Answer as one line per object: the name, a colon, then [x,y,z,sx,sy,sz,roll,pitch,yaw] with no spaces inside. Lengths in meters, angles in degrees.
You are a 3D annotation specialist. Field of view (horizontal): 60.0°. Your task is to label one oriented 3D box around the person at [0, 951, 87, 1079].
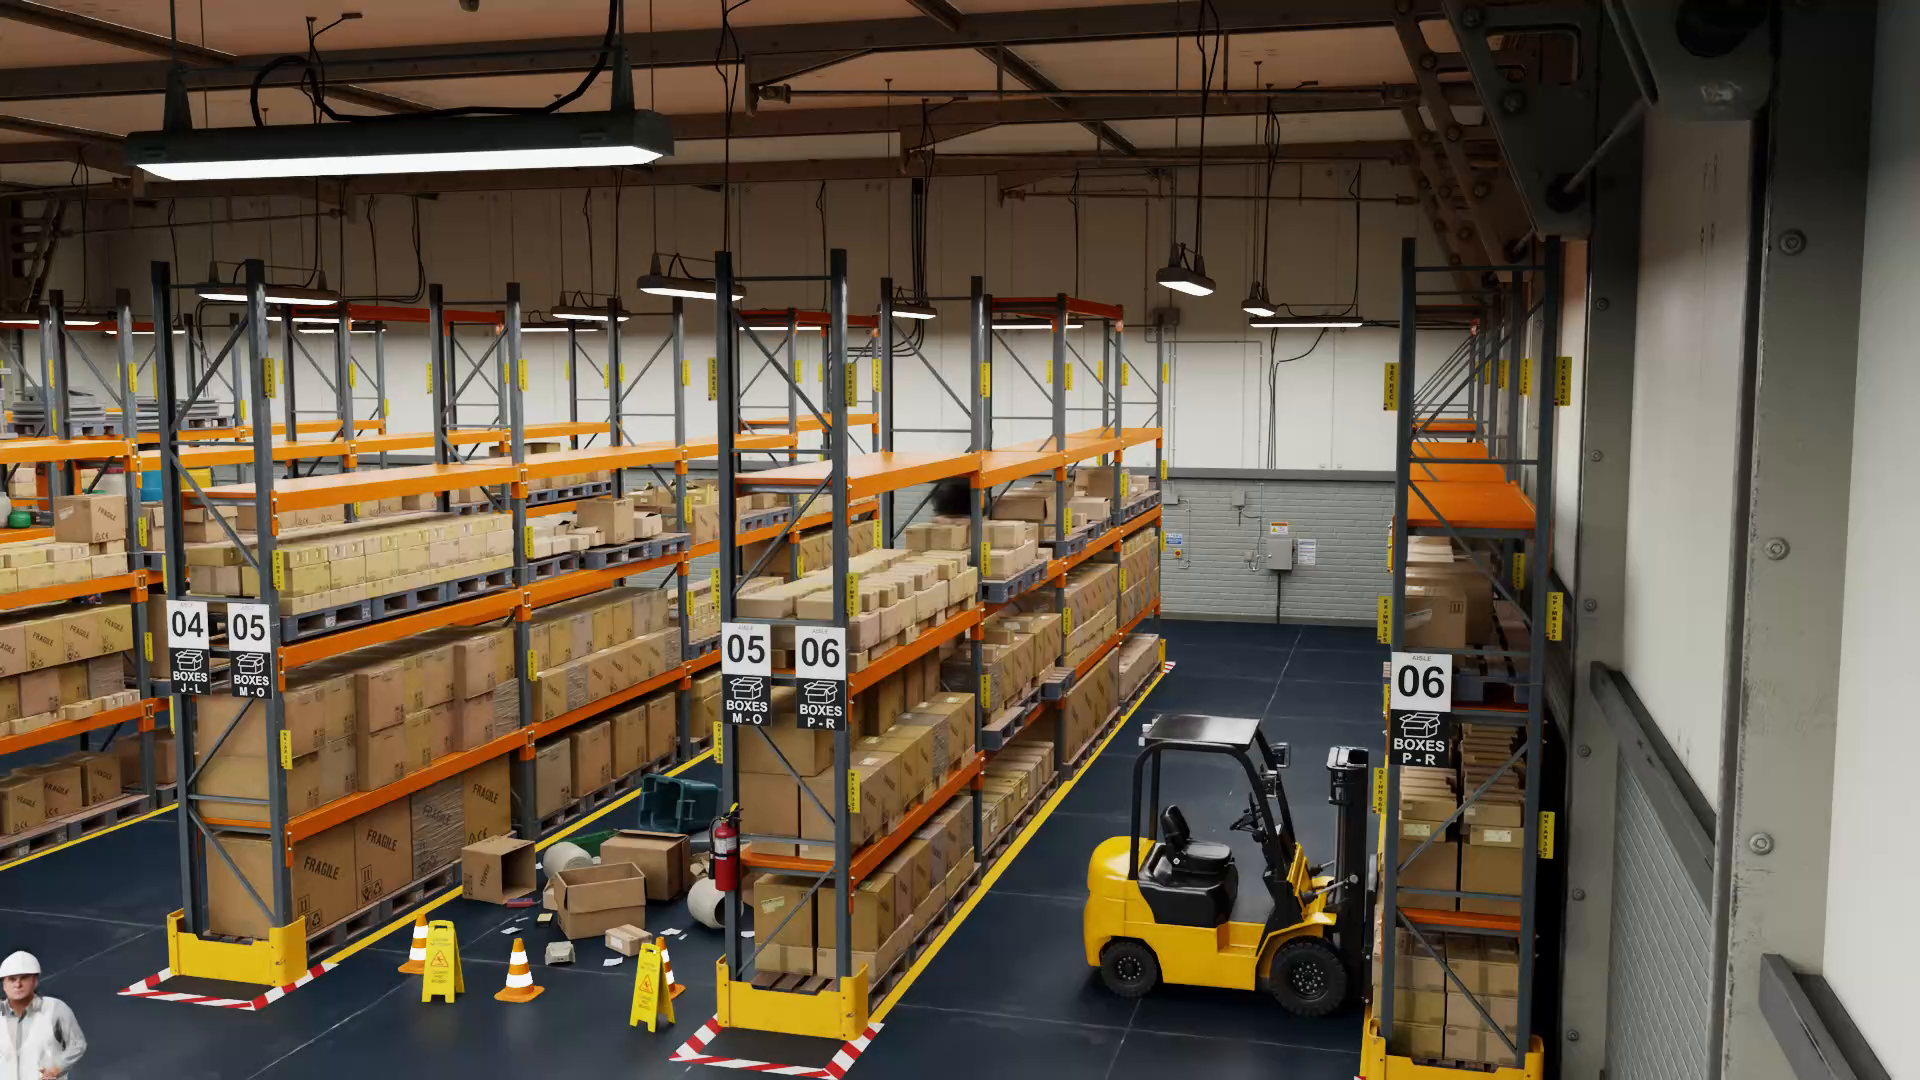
person: [-5.490,3.276,9.763,0.668,1.738,0.785,-3,7,-24]
